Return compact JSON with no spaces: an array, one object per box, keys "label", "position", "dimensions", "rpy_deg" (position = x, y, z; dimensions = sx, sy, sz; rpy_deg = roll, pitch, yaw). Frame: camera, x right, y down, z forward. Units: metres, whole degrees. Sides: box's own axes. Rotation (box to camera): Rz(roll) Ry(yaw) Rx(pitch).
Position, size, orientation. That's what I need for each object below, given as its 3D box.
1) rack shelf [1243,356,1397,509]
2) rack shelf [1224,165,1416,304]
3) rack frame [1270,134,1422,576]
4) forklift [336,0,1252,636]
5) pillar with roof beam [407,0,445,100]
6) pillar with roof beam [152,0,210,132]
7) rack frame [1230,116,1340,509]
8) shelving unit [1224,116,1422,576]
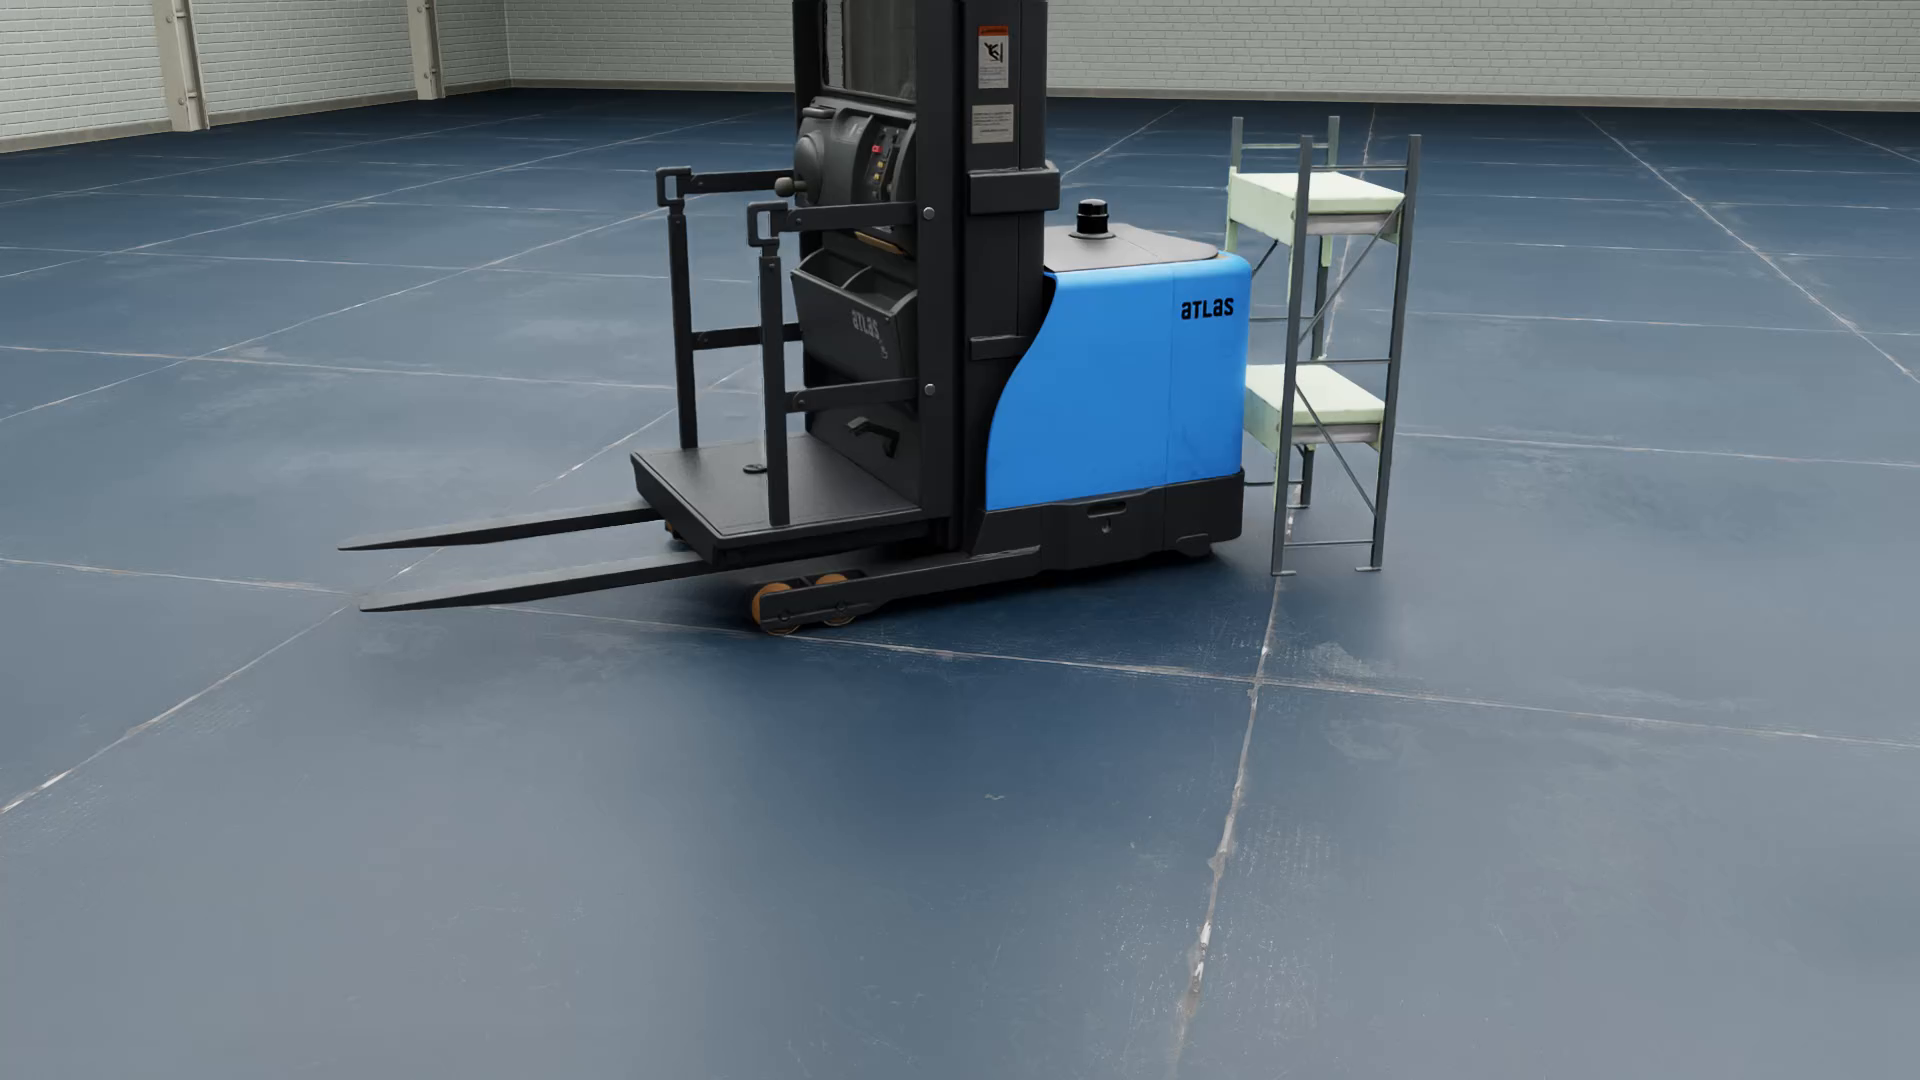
[{"label":"rack shelf","position":[1.237,-0.405,6.059],"dimensions":[0.431,0.370,0.720],"rpy_deg":[-2,19,-8]},{"label":"rack shelf","position":[1.241,-1.083,5.828],"dimensions":[0.431,0.370,0.720],"rpy_deg":[-2,19,-8]},{"label":"rack frame","position":[1.292,-0.597,5.611],"dimensions":[0.400,1.500,0.023],"rpy_deg":[-2,19,-8]},{"label":"forklift","position":[-0.537,-1.276,5.387],"dimensions":[3.031,2.935,1.130],"rpy_deg":[-9,21,-24]},{"label":"pillar with roof beam","position":[-4.658,-11.287,25.312],"dimensions":[9.100,9.000,0.400],"rpy_deg":[5,19,13]},{"label":"pillar with roof beam","position":[-6.124,-9.407,19.806],"dimensions":[9.100,9.000,0.400],"rpy_deg":[5,19,13]},{"label":"rack frame","position":[1.185,-0.831,6.296],"dimensions":[0.400,1.500,0.023],"rpy_deg":[-2,19,-8]},{"label":"shelving unit","position":[1.238,-0.714,5.954],"dimensions":[0.431,1.500,0.755],"rpy_deg":[-2,19,-8]}]
